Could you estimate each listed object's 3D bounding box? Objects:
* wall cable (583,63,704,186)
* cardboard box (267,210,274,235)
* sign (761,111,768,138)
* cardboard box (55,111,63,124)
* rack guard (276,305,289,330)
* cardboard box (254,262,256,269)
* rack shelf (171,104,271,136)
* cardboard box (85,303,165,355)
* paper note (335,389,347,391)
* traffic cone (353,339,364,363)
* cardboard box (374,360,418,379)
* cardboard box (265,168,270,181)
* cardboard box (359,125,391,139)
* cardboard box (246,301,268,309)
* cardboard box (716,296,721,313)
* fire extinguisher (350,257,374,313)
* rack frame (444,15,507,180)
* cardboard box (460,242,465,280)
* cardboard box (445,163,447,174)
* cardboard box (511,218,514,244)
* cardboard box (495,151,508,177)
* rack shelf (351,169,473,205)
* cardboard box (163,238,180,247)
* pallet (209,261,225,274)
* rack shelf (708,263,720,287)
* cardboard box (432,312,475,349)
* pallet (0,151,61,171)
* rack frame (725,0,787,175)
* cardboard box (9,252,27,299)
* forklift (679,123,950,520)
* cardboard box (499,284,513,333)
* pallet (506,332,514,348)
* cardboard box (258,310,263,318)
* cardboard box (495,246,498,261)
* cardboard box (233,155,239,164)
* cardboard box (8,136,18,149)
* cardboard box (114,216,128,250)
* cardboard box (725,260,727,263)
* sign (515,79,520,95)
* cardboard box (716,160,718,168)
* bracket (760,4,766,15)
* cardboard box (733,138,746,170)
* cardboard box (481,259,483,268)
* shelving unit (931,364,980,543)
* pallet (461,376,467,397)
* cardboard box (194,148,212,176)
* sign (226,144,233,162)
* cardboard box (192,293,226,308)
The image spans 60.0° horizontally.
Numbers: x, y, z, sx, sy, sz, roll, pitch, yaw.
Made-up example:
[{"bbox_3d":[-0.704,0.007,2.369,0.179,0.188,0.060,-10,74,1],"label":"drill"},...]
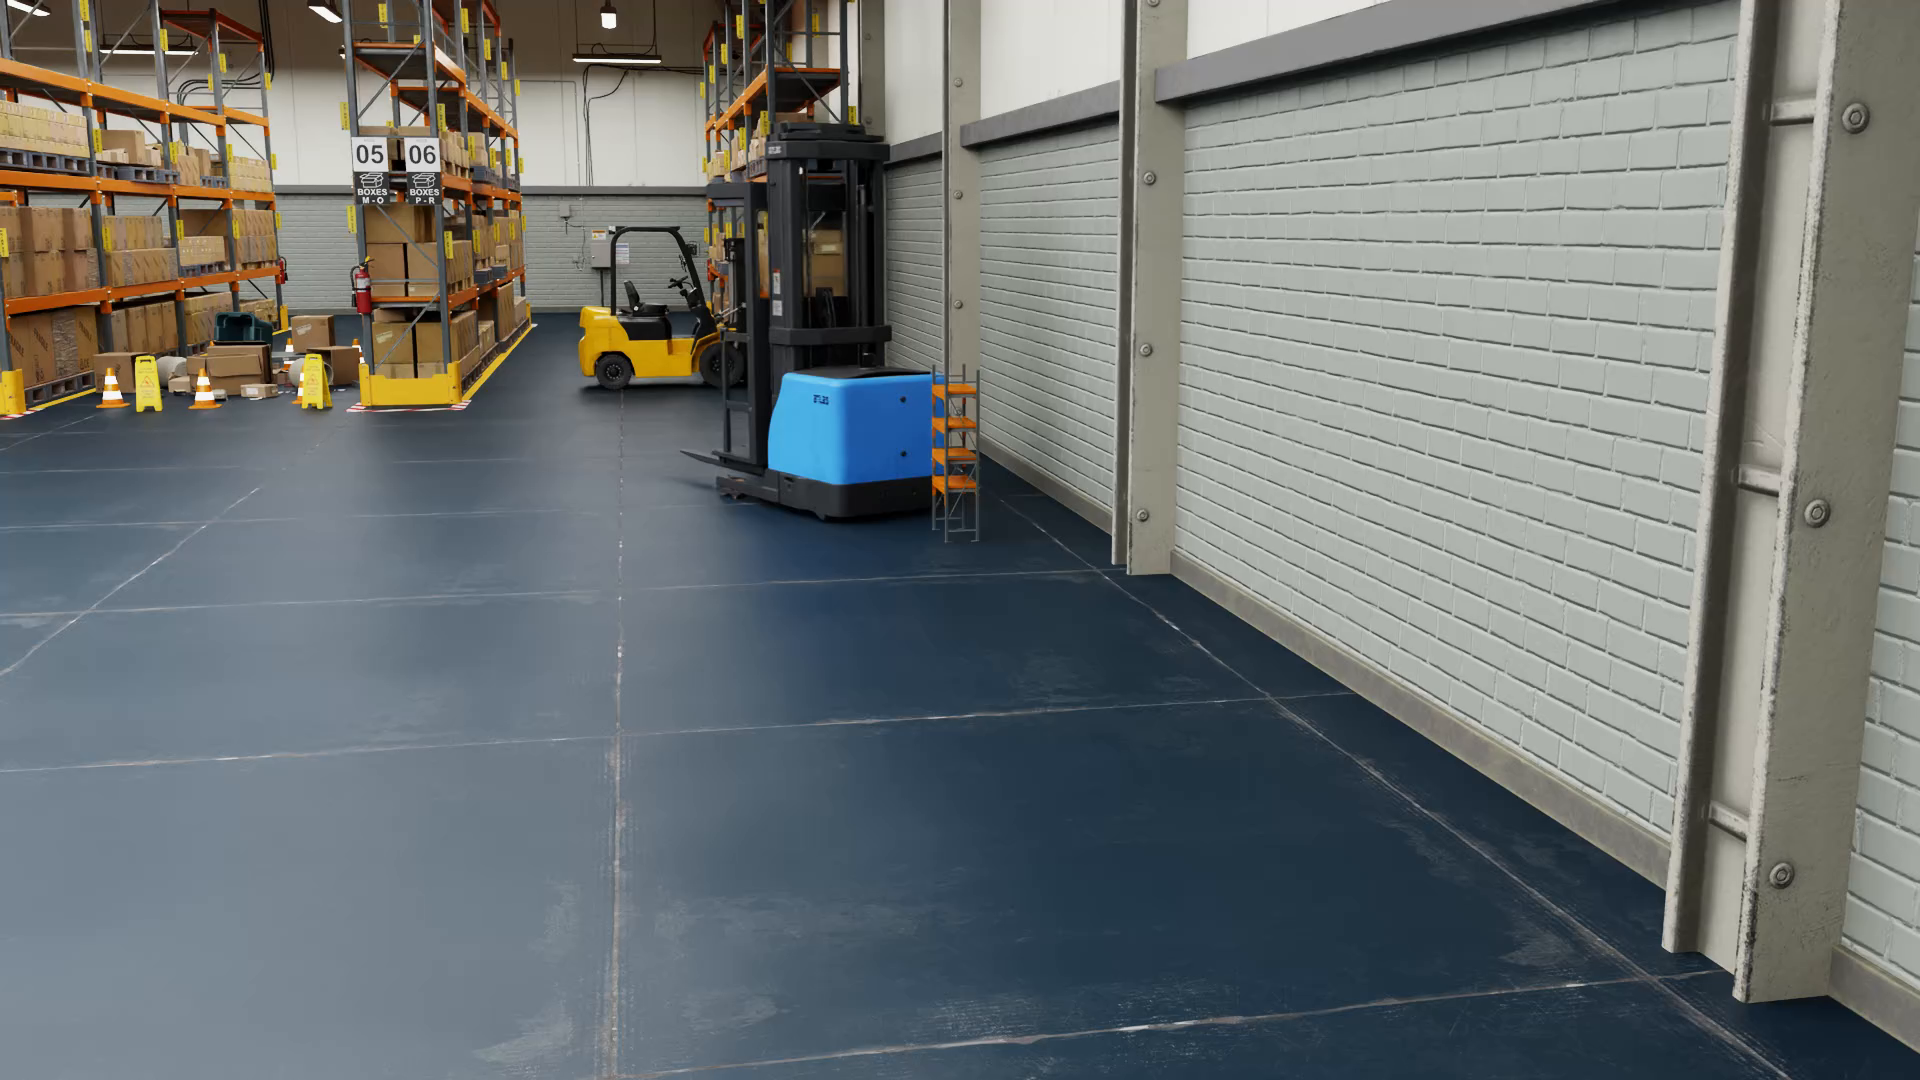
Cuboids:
[{"bbox_3d":[-7.784,-10.207,41.154,2.988,3.039,0.133,-2,11,-11],"label":"wall cable"},{"bbox_3d":[-14.383,-6.500,34.087,0.500,0.500,0.500,-2,11,-12],"label":"cardboard box"},{"bbox_3d":[-2.435,-5.186,20.743,0.100,0.325,0.005,-2,11,-11],"label":"sign"},{"bbox_3d":[-11.800,-5.443,21.400,0.380,0.149,0.250,-2,11,-11],"label":"cardboard box"},{"bbox_3d":[-14.701,-4.646,34.772,1.175,0.500,0.348,-2,11,-11],"label":"rack guard"},{"bbox_3d":[-14.143,-5.428,32.864,0.380,0.149,0.250,-2,11,-10],"label":"cardboard box"},{"bbox_3d":[-14.327,-8.114,32.191,1.077,0.370,4.000,-2,11,-11],"label":"rack shelf"},{"bbox_3d":[-12.956,-3.247,25.628,1.050,0.750,0.750,-2,11,-10],"label":"cardboard box"},{"bbox_3d":[-8.252,-2.003,22.139,0.142,0.019,0.148,-6,13,-31],"label":"paper note"},{"bbox_3d":[-9.160,-2.816,25.256,0.336,0.463,0.334,-2,11,-11],"label":"traffic cone"},{"bbox_3d":[-7.194,-2.151,21.205,0.500,0.250,0.500,-2,11,-11],"label":"cardboard box"},{"bbox_3d":[-14.376,-7.459,33.903,0.500,0.250,0.500,-2,11,-13],"label":"cardboard box"},{"bbox_3d":[-7.123,-4.946,20.175,0.380,0.149,0.250,-2,11,-10],"label":"cardboard box"},{"bbox_3d":[-14.101,-4.710,33.333,0.380,0.149,0.250,-2,11,-9],"label":"cardboard box"},{"bbox_3d":[-4.655,-4.782,34.362,0.700,0.500,0.500,-3,11,-13],"label":"cardboard box"},{"bbox_3d":[-7.198,-3.077,20.046,0.296,0.674,0.183,-2,11,-11],"label":"fire extinguisher"},{"bbox_3d":[-9.102,-8.300,31.239,1.000,3.000,0.127,-2,11,-11],"label":"rack frame"},{"bbox_3d":[-6.899,-3.726,22.187,0.500,0.500,0.500,-2,11,-12],"label":"cardboard box"},{"bbox_3d":[-6.798,-4.763,21.348,0.380,0.149,0.250,-2,11,-13],"label":"cardboard box"},{"bbox_3d":[-9.049,-6.083,32.690,0.500,0.500,0.500,-2,11,-12],"label":"cardboard box"},{"bbox_3d":[-9.010,-7.247,32.069,0.500,0.500,0.500,-2,11,-10],"label":"cardboard box"},{"bbox_3d":[-7.157,-4.639,21.951,1.077,0.370,4.000,-2,11,-11],"label":"rack shelf"},{"bbox_3d":[-13.060,-4.889,27.318,0.380,0.149,0.250,-2,11,-11],"label":"cardboard box"},{"bbox_3d":[-13.932,-4.915,30.011,1.003,0.211,1.213,-2,11,-11],"label":"pallet"},{"bbox_3d":[-4.623,-5.548,34.746,1.077,0.370,4.000,-2,11,-11],"label":"rack shelf"},{"bbox_3d":[-7.067,-2.918,23.230,0.500,0.500,0.500,-2,11,-10],"label":"cardboard box"},{"bbox_3d":[-11.999,-4.744,20.812,1.003,0.211,1.213,-2,11,-11],"label":"pallet"},{"bbox_3d":[-3.456,-7.748,28.337,1.000,3.000,0.127,-2,11,-11],"label":"rack frame"},{"bbox_3d":[-11.849,-3.194,20.054,0.875,0.550,0.550,-2,11,-11],"label":"cardboard box"},{"bbox_3d":[-1.335,-1.816,13.398,1.130,2.935,3.031,-7,13,-34],"label":"forklift"},{"bbox_3d":[-8.719,-4.240,30.508,0.875,0.875,0.875,-2,11,-9],"label":"cardboard box"},{"bbox_3d":[-8.637,-3.620,30.154,1.003,0.211,1.213,-2,11,-11],"label":"pallet"},{"bbox_3d":[-14.004,-4.467,32.849,0.380,0.149,0.250,-2,11,-10],"label":"cardboard box"},{"bbox_3d":[-8.180,-4.894,28.448,0.500,0.250,0.500,-2,11,-11],"label":"cardboard box"},{"bbox_3d":[-13.887,-7.203,31.492,0.380,0.149,0.250,-2,11,-13],"label":"cardboard box"},{"bbox_3d":[-11.454,-4.727,19.767,0.380,0.149,0.250,-2,11,-11],"label":"cardboard box"},{"bbox_3d":[-12.684,-4.506,24.405,0.700,0.500,0.500,-2,11,-11],"label":"cardboard box"},{"bbox_3d":[-3.960,-4.990,29.441,0.380,0.149,0.250,-2,11,-10],"label":"cardboard box"},{"bbox_3d":[-9.345,-9.549,35.089,0.100,0.325,0.005,-2,11,-11],"label":"sign"},{"bbox_3d":[-4.400,-7.075,31.308,0.380,0.149,0.250,-2,11,-12],"label":"cardboard box"},{"bbox_3d":[-3.752,-10.321,32.230,0.235,0.232,0.430,-2,11,-11],"label":"bracket"},{"bbox_3d":[-3.357,-6.348,27.347,0.700,0.500,0.500,-2,11,-12],"label":"cardboard box"},{"bbox_3d":[-7.569,-4.271,25.664,0.380,0.149,0.250,-2,11,-11],"label":"cardboard box"},{"bbox_3d":[-0.032,-0.620,11.744,0.258,1.200,0.503,-2,11,-11],"label":"shelving unit"},{"bbox_3d":[-6.906,-1.947,21.360,1.003,0.211,1.213,-2,11,-11],"label":"pallet"},{"bbox_3d":[-13.972,-6.810,30.042,0.700,0.500,0.500,-2,11,-11],"label":"cardboard box"},{"bbox_3d":[-13.394,-7.097,30.501,0.100,0.325,0.005,-2,11,-11],"label":"sign"},{"bbox_3d":[-13.458,-4.279,29.714,0.500,0.250,0.500,-2,11,-8],"label":"cardboard box"}]
